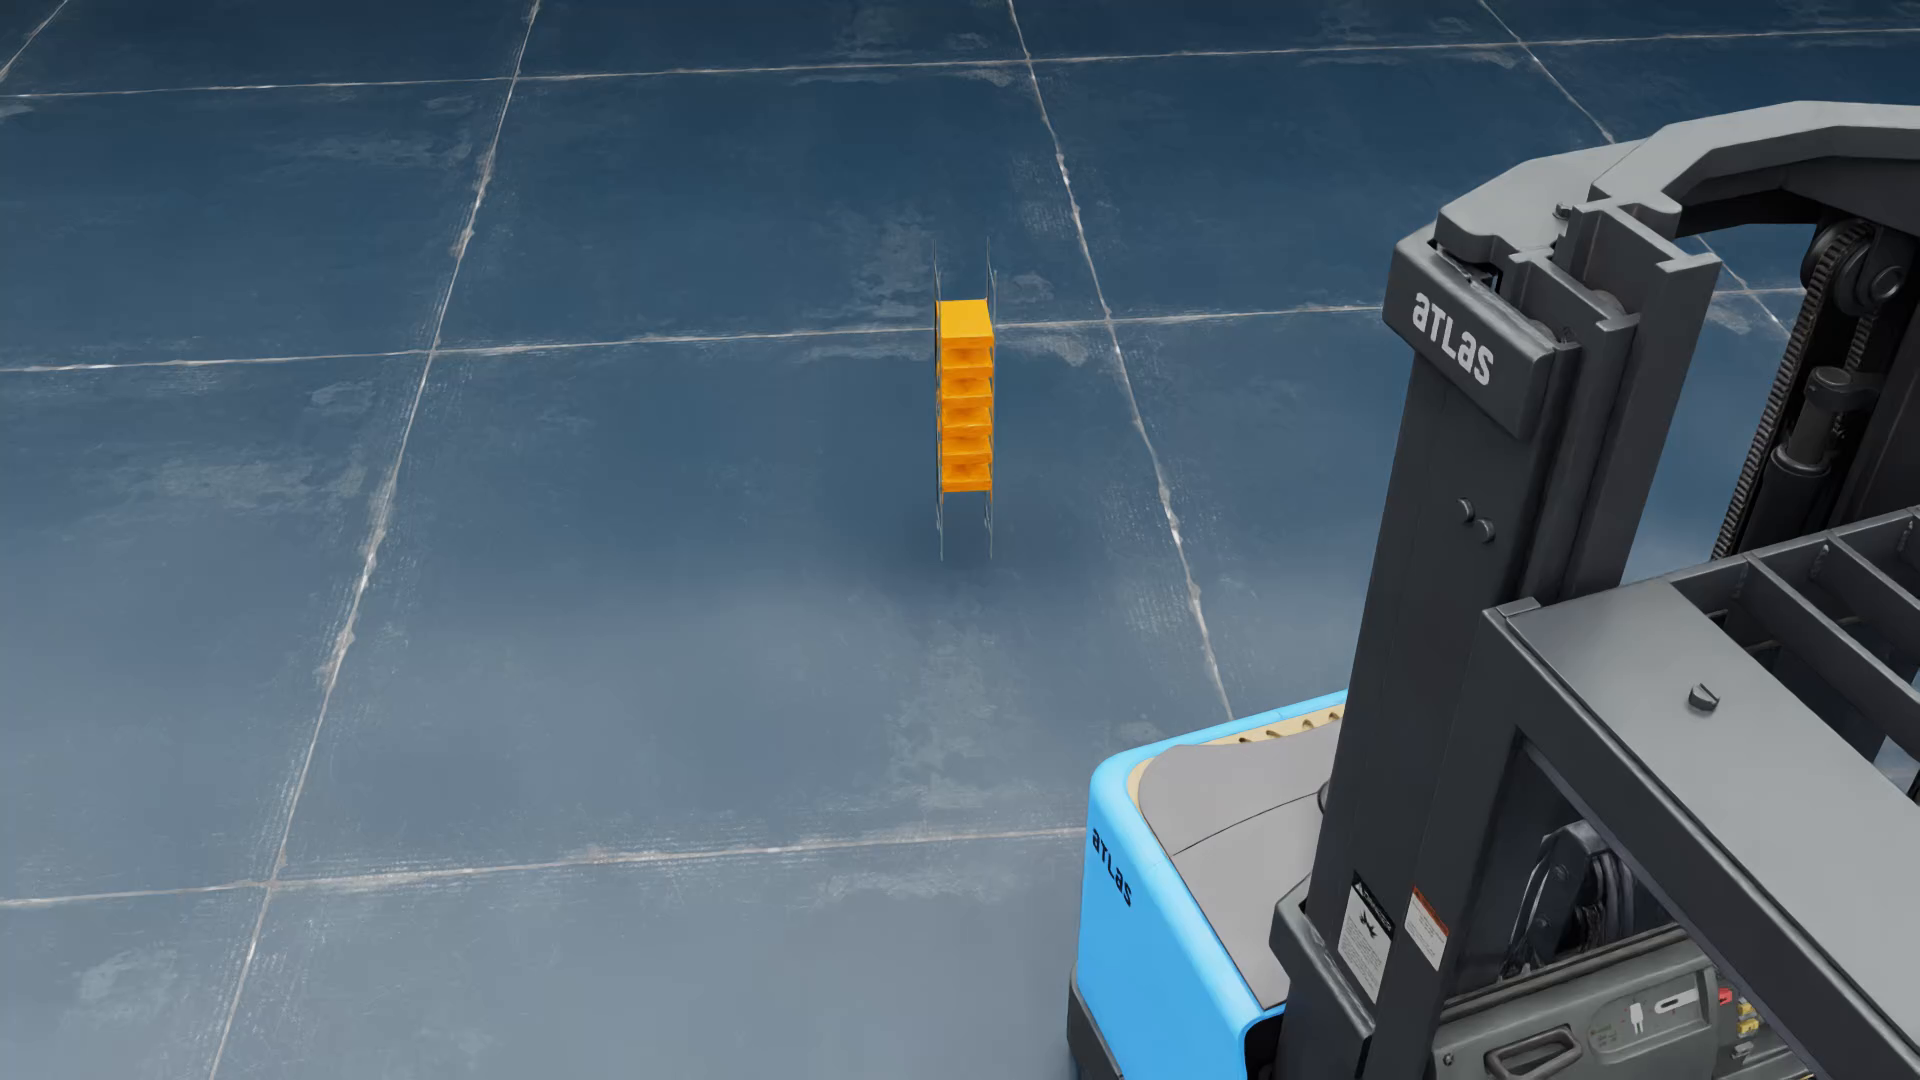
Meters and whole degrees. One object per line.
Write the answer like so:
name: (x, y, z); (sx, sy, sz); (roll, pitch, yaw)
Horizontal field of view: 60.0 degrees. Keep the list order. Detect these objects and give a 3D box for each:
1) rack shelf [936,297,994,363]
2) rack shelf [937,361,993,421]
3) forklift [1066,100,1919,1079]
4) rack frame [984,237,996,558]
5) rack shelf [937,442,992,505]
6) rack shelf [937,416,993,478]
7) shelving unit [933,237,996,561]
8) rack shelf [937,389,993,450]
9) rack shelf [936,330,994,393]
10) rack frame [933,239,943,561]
rack shelf: (0.014, -0.720, 5.684); (0.180, 0.103, 0.258); (-3, 38, -4)
rack shelf: (0.014, -0.531, 5.833); (0.180, 0.103, 0.258); (-3, 38, -4)
forklift: (1.279, 0.954, 2.675); (1.130, 2.935, 3.031); (-13, 40, -16)
rack frame: (0.106, -0.477, 5.886); (0.006, 1.200, 0.240); (-3, 38, -4)
rack shelf: (0.014, -0.249, 6.056); (0.180, 0.103, 0.258); (-3, 38, -4)
rack shelf: (0.014, -0.343, 5.981); (0.180, 0.103, 0.258); (-3, 38, -4)
shelving unit: (0.014, -0.472, 5.879); (0.189, 1.200, 0.258); (-3, 38, -4)
rack shelf: (0.014, -0.437, 5.907); (0.180, 0.103, 0.258); (-3, 38, -4)
rack shelf: (0.014, -0.625, 5.758); (0.180, 0.103, 0.258); (-3, 38, -4)
rack frame: (-0.077, -0.467, 5.873); (0.006, 1.200, 0.240); (-3, 38, -4)
